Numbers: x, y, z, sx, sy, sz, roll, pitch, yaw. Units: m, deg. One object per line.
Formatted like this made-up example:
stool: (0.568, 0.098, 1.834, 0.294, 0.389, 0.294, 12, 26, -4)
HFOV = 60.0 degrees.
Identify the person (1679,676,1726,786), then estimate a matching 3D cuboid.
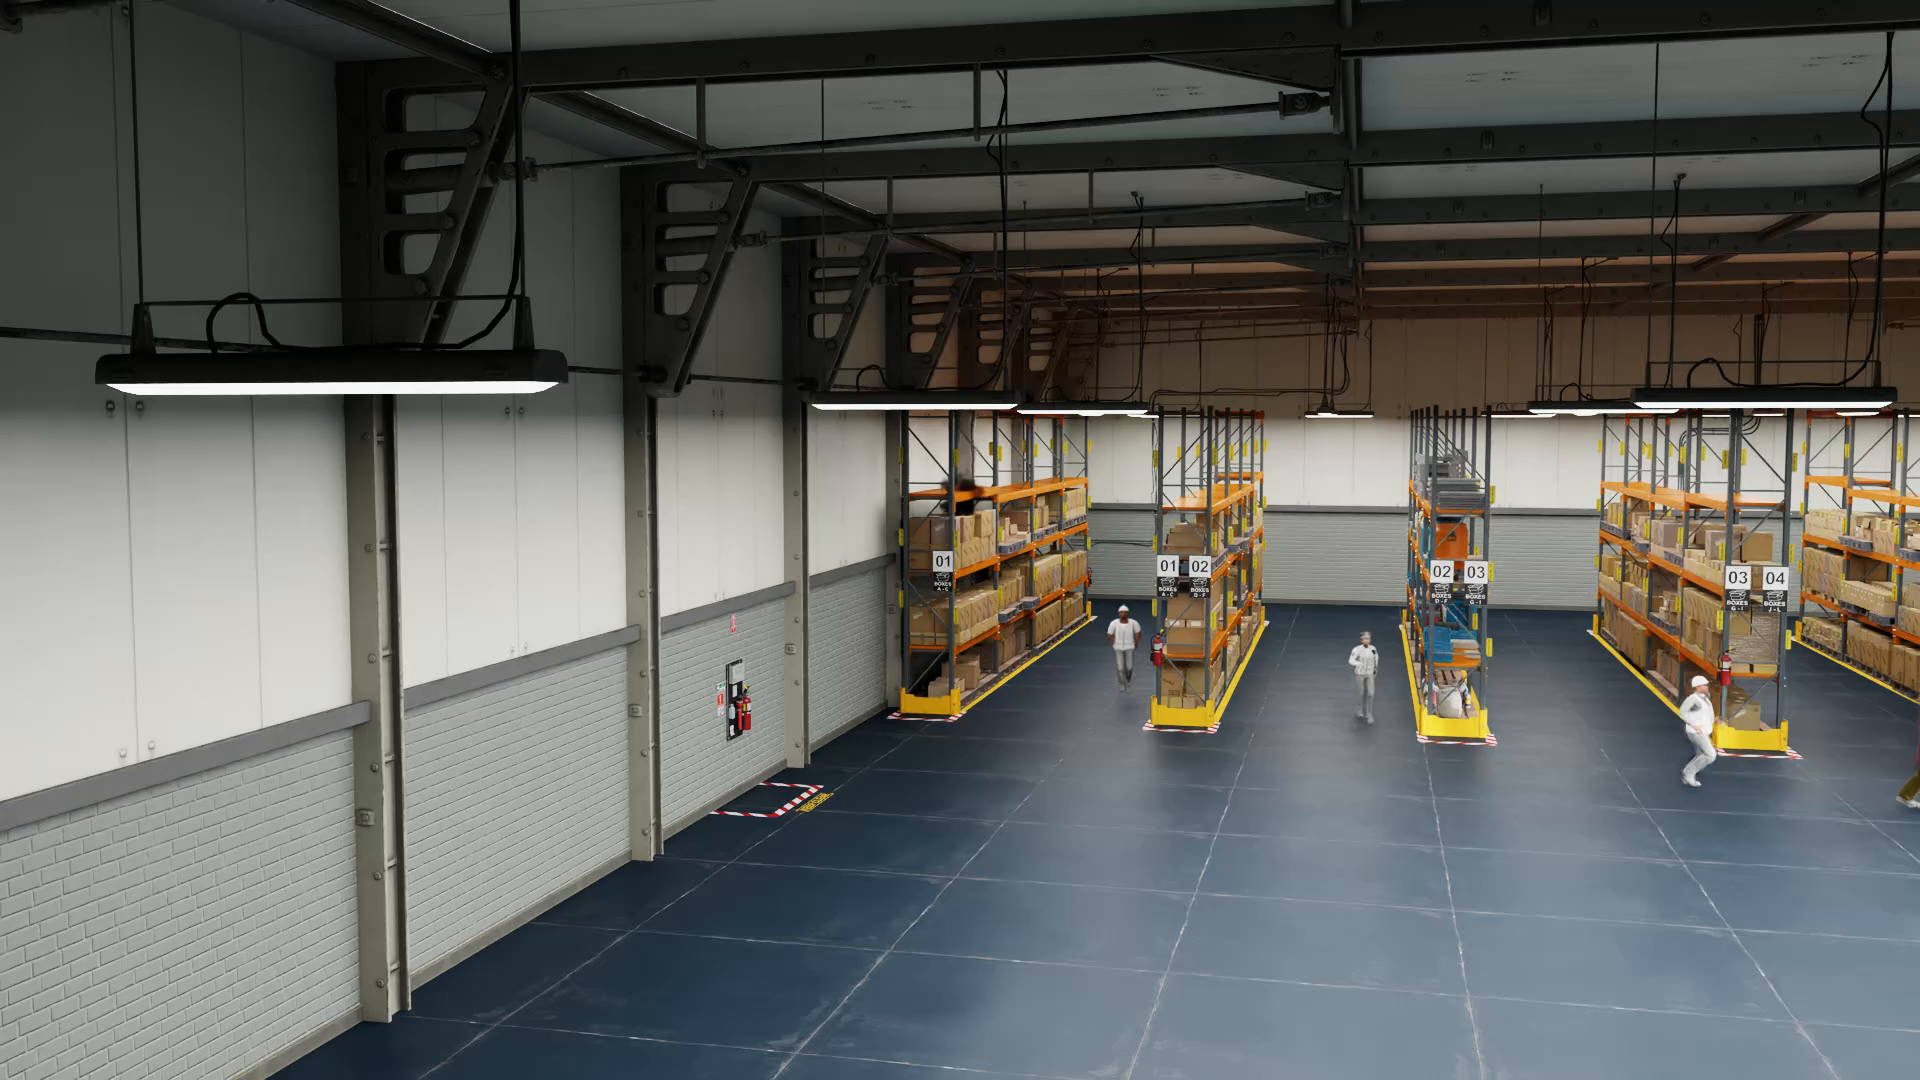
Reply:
person: (11.570, 2.985, 25.916, 0.624, 1.729, 0.634, 4, 6, 43)

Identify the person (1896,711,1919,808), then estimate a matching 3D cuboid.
person: (14.202, 3.094, 24.303, 0.886, 1.772, 0.752, 4, 5, 41)

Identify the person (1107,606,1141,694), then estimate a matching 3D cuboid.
person: (3.278, 2.205, 33.210, 0.686, 1.781, 0.593, 0, 4, 6)

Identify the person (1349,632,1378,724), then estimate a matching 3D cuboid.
person: (7.716, 2.602, 31.767, 0.596, 1.739, 0.764, 0, 4, 4)
